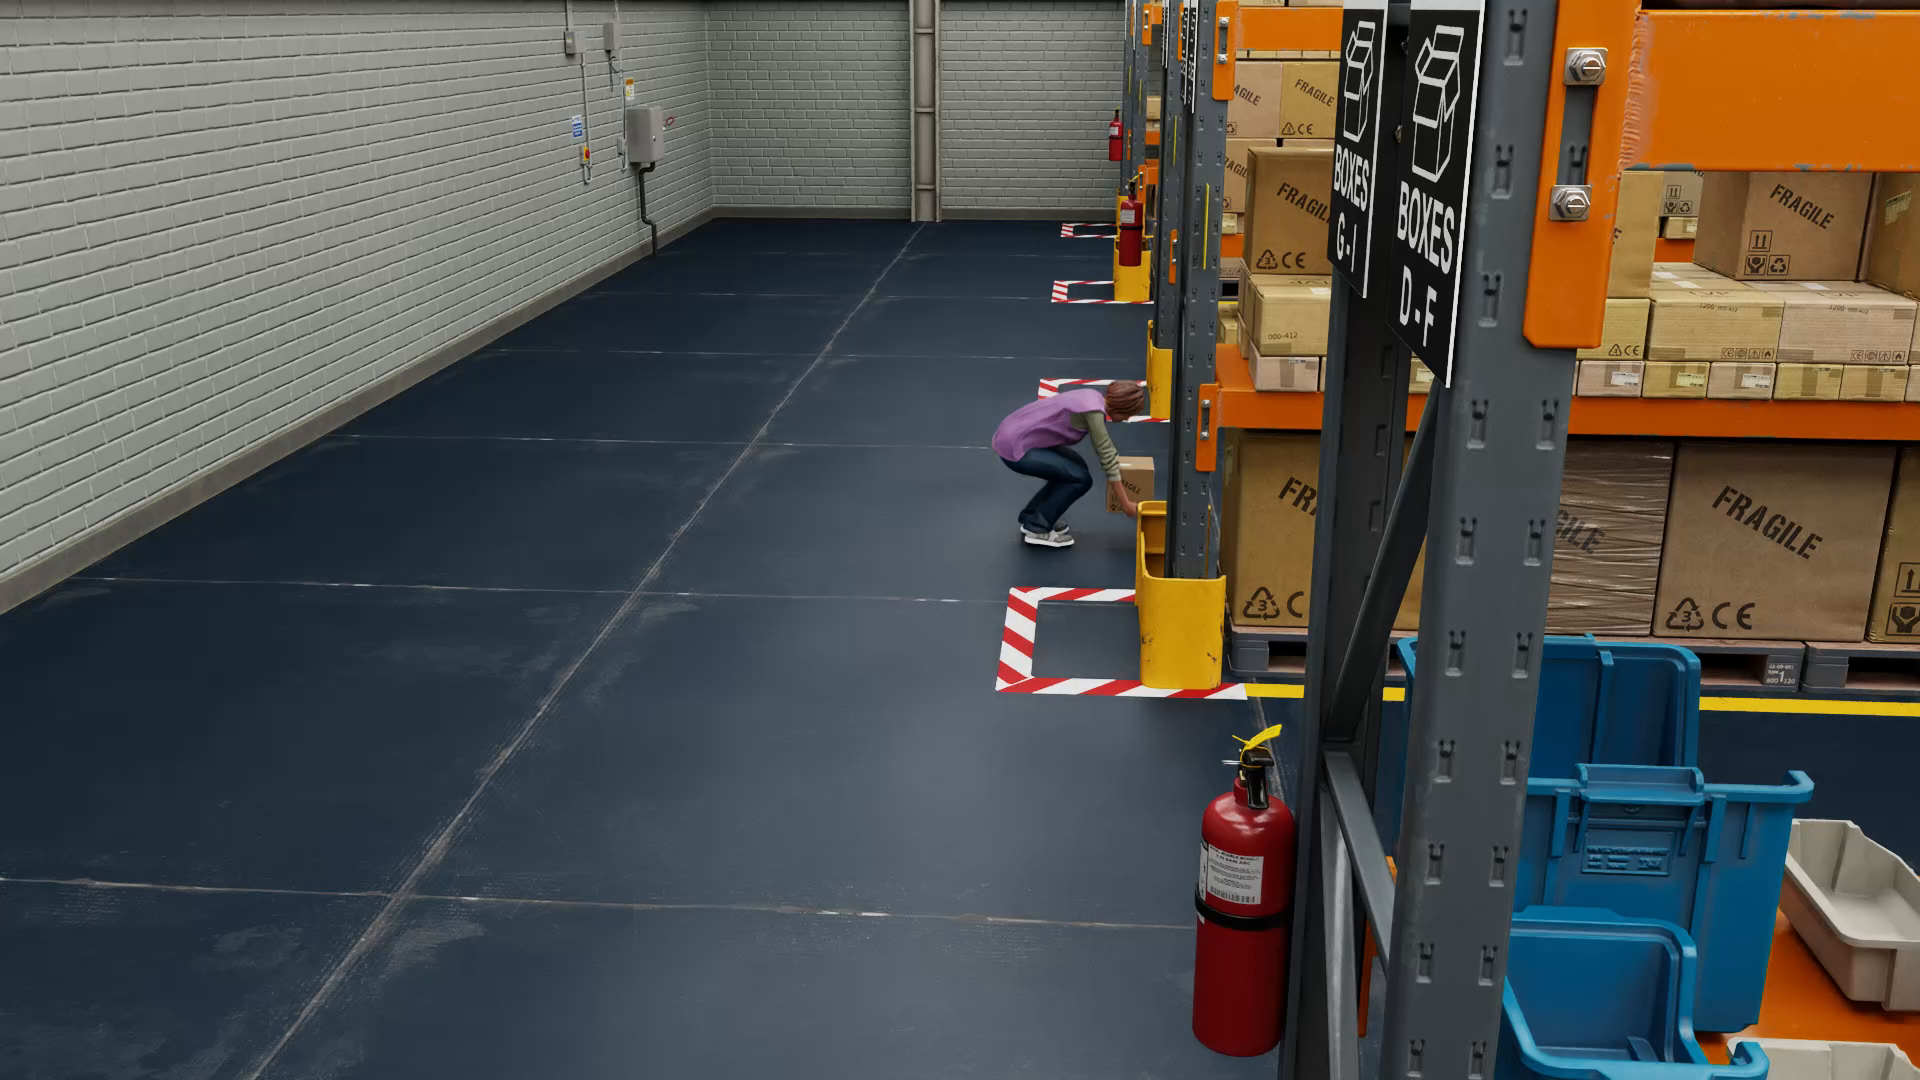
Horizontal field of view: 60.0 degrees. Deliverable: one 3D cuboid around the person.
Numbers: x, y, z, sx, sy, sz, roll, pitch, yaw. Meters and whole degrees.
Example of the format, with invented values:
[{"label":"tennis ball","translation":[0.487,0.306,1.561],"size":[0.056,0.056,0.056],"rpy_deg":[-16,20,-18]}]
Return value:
[{"label":"person","translation":[0.589,-0.427,9.047],"size":[0.841,0.900,0.423],"rpy_deg":[1,18,2]}]
